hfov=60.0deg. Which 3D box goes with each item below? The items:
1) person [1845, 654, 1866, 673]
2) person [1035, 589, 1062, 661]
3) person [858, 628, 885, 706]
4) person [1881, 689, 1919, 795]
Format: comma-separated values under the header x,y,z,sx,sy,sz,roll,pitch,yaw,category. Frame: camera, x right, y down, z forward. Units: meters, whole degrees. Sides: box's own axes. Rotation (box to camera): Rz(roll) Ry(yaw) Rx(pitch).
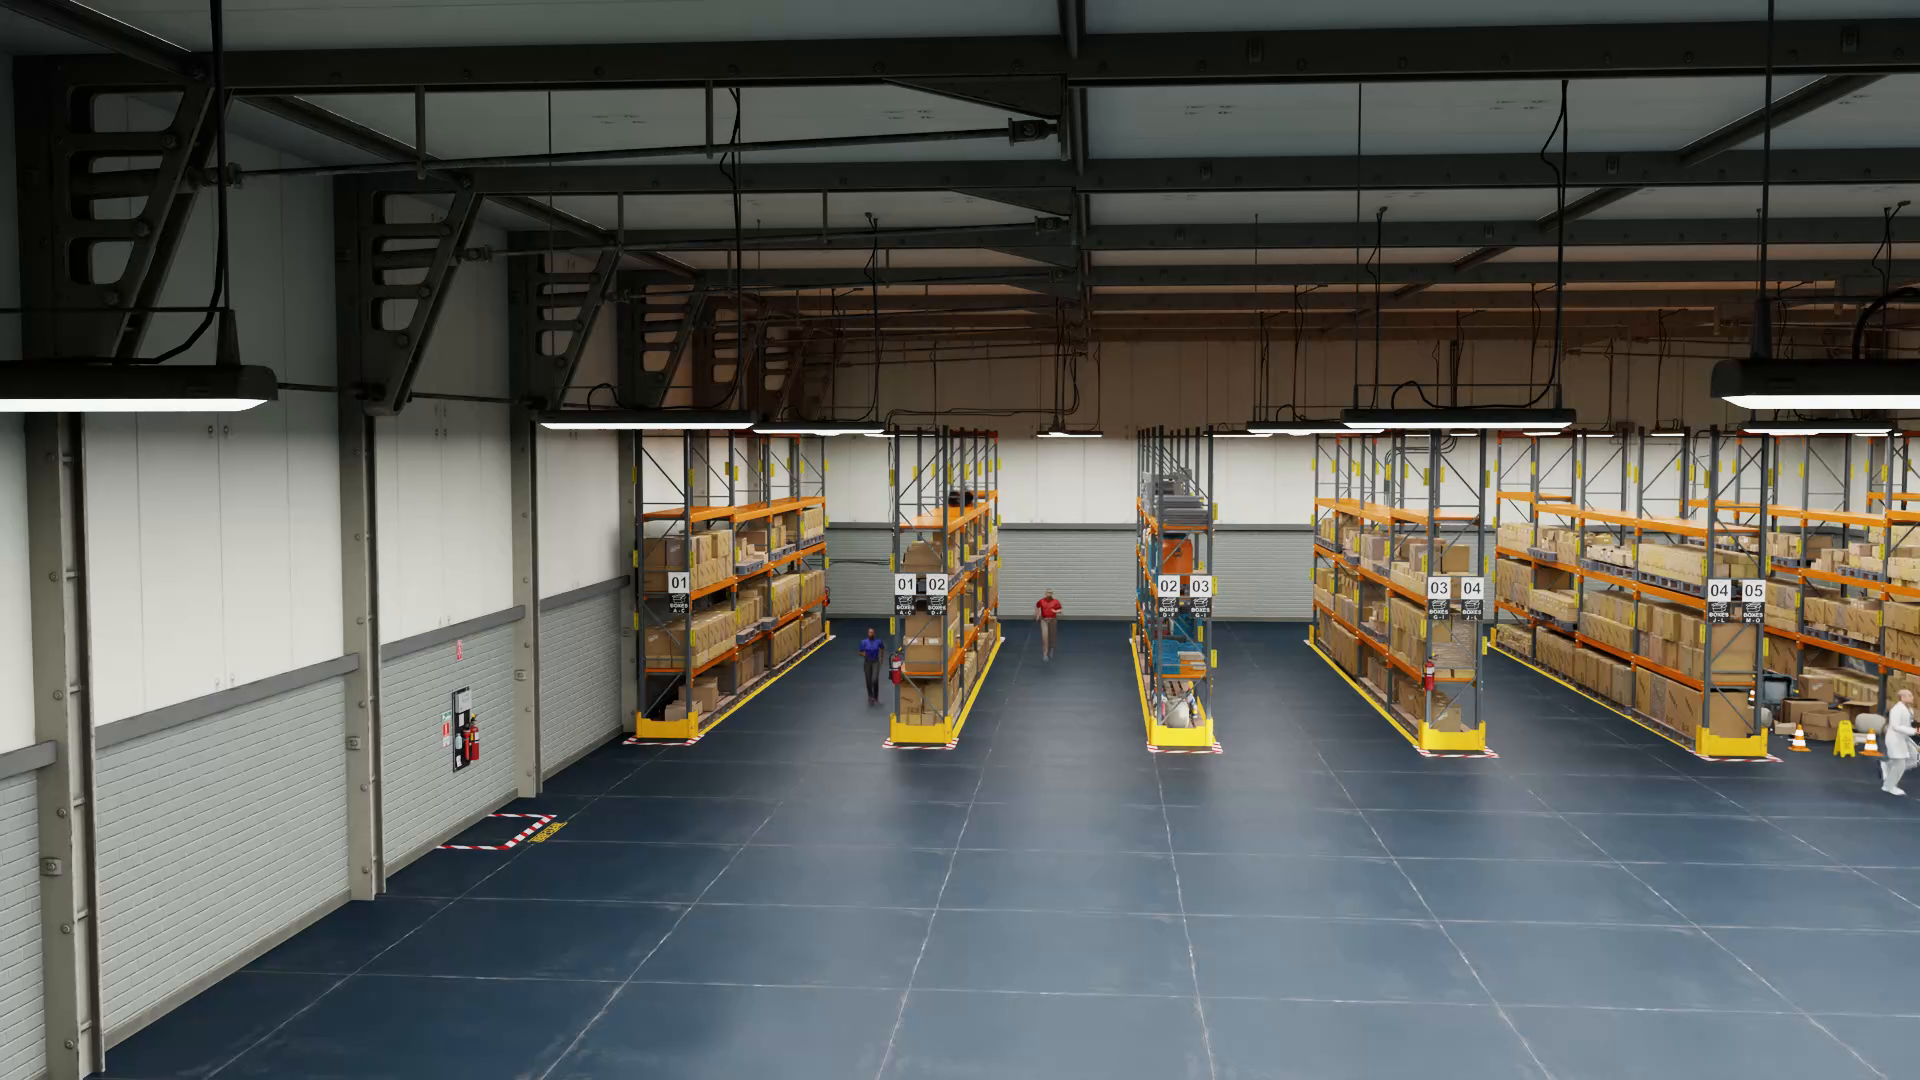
x,y,z,sx,sy,sz,roll,pitch,yaw,category
21.346,2.473,39.547,0.687,1.738,0.551,0,3,5,person
2.227,2.099,41.640,0.657,1.751,0.901,0,3,0,person
-1.921,2.749,36.023,0.563,1.705,0.736,0,3,1,person
15.209,3.254,26.786,0.740,1.728,0.692,-3,5,-41,person
